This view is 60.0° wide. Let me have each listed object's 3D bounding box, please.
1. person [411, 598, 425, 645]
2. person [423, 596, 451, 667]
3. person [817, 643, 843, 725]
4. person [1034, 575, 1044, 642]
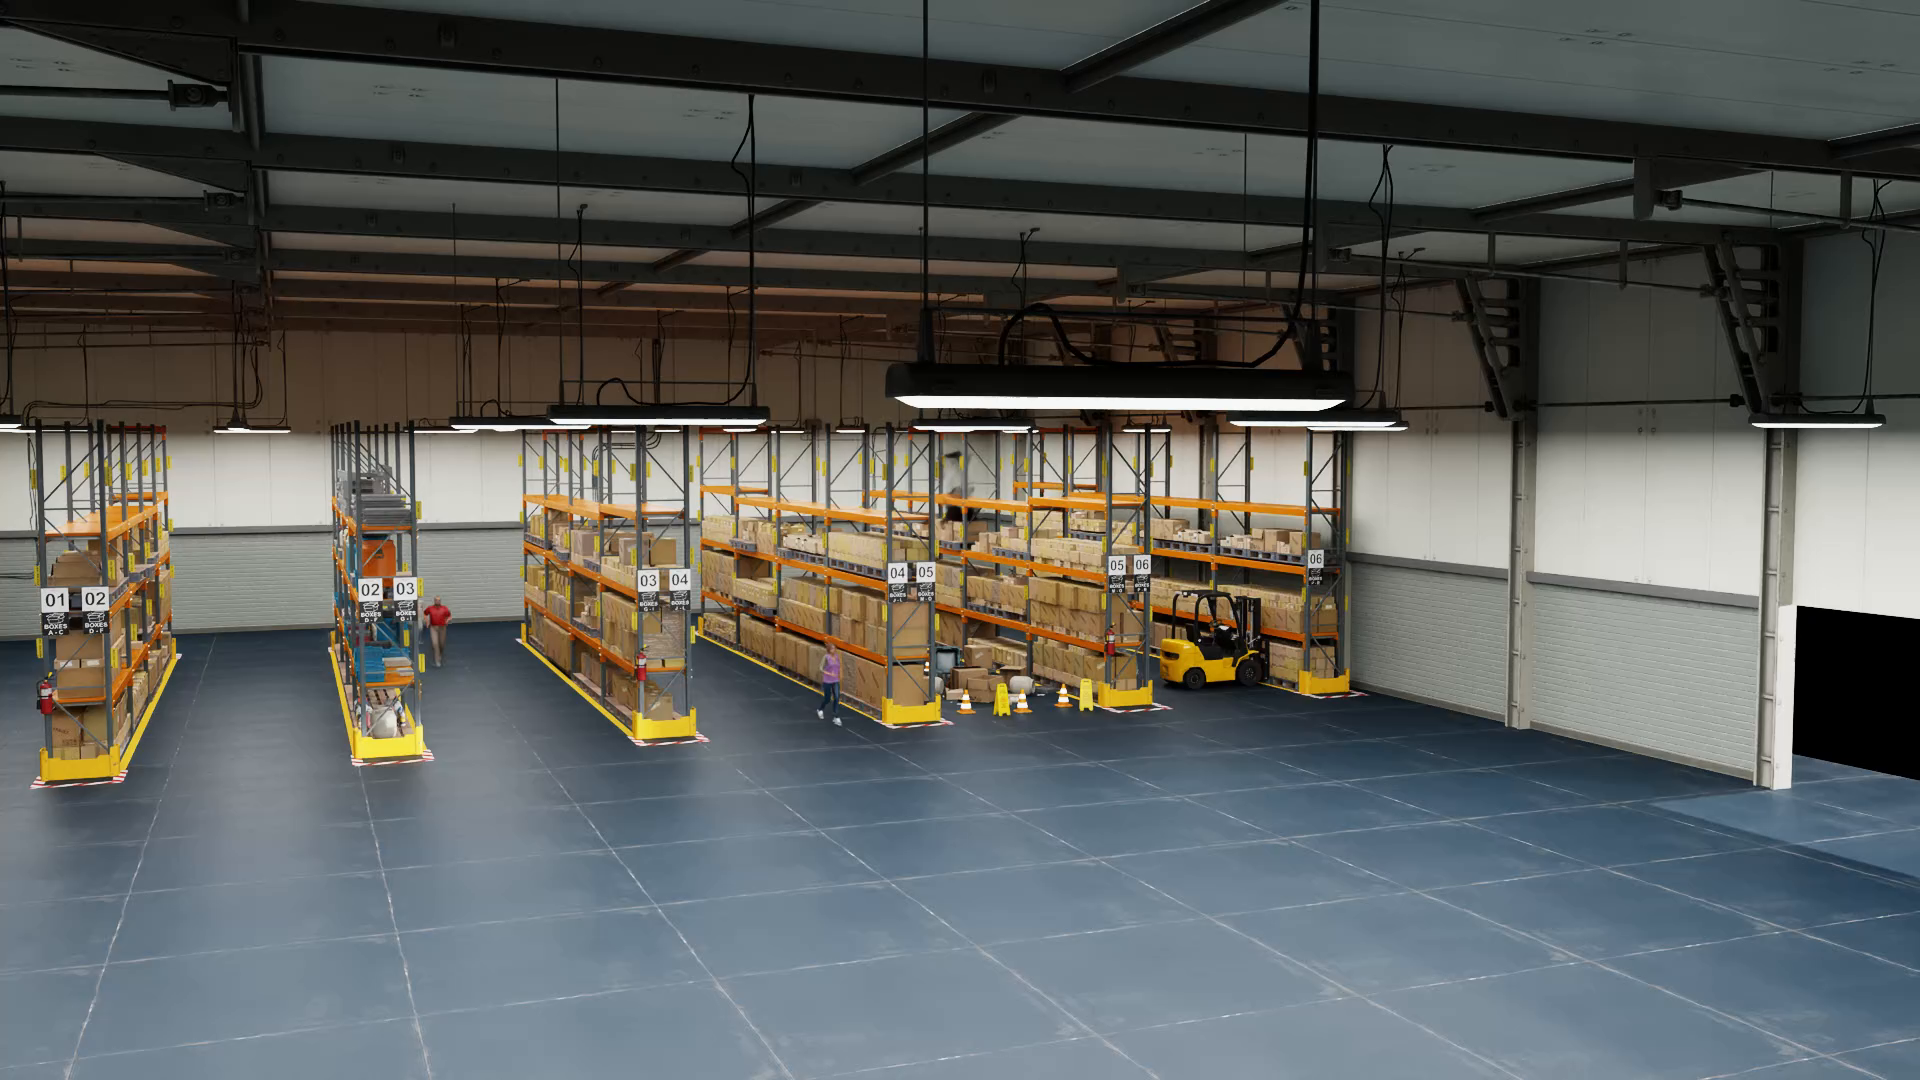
[{"bbox_3d":[-14.932,2.035,45.480,0.613,1.748,0.717,2,4,24],"label":"person"},{"bbox_3d":[-13.071,2.269,41.635,0.664,1.736,0.956,-2,4,-24],"label":"person"},{"bbox_3d":[-2.586,2.851,33.217,0.562,1.615,0.773,-2,4,-33],"label":"person"},{"bbox_3d":[2.081,1.857,43.428,0.725,1.862,0.917,-1,4,-20],"label":"person"}]
